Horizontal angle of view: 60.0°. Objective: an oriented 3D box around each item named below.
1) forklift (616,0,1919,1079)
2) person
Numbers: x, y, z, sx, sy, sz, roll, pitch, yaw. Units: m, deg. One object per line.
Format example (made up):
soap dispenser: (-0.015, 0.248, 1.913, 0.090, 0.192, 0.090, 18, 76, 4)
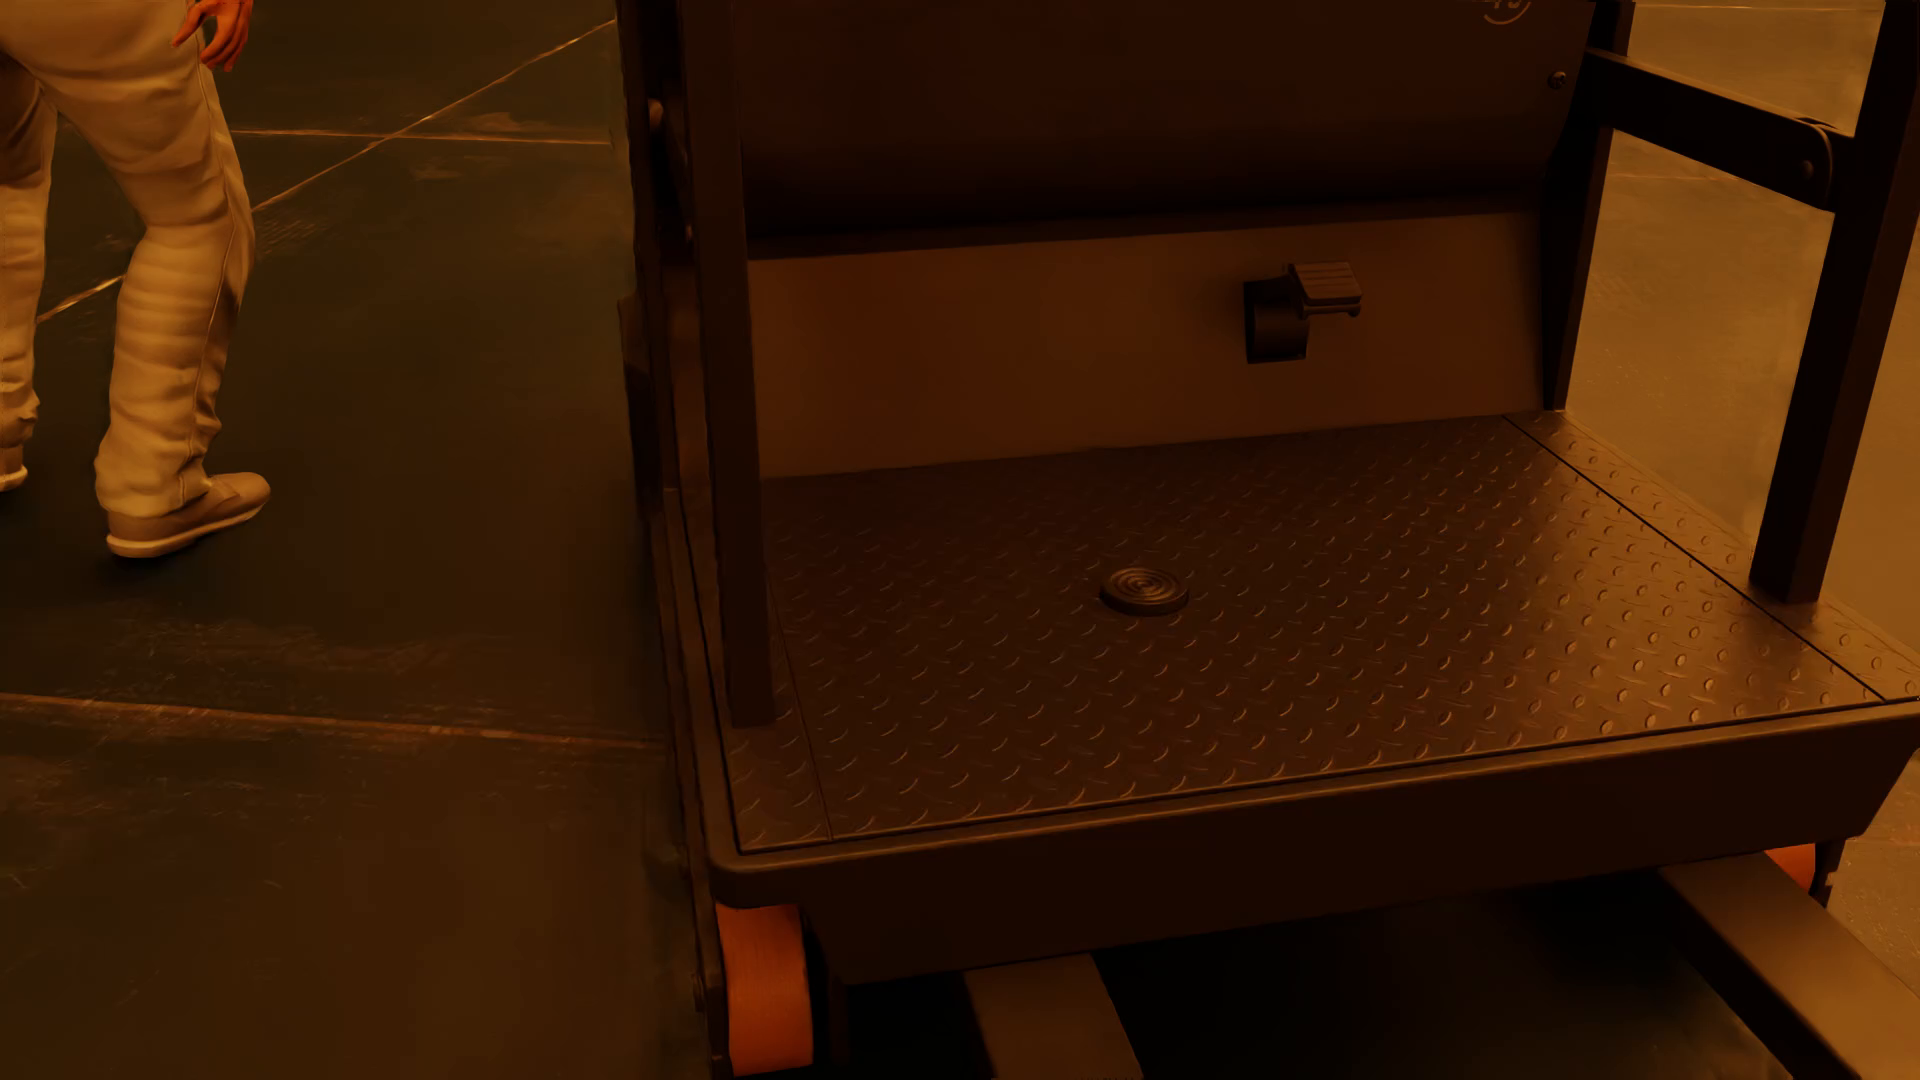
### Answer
forklift: (0.248, -1.008, 1.237, 1.130, 2.935, 3.031, -6, 27, -11)
person: (-1.267, -0.786, 2.288, 0.777, 1.640, 0.461, 6, 27, 11)
